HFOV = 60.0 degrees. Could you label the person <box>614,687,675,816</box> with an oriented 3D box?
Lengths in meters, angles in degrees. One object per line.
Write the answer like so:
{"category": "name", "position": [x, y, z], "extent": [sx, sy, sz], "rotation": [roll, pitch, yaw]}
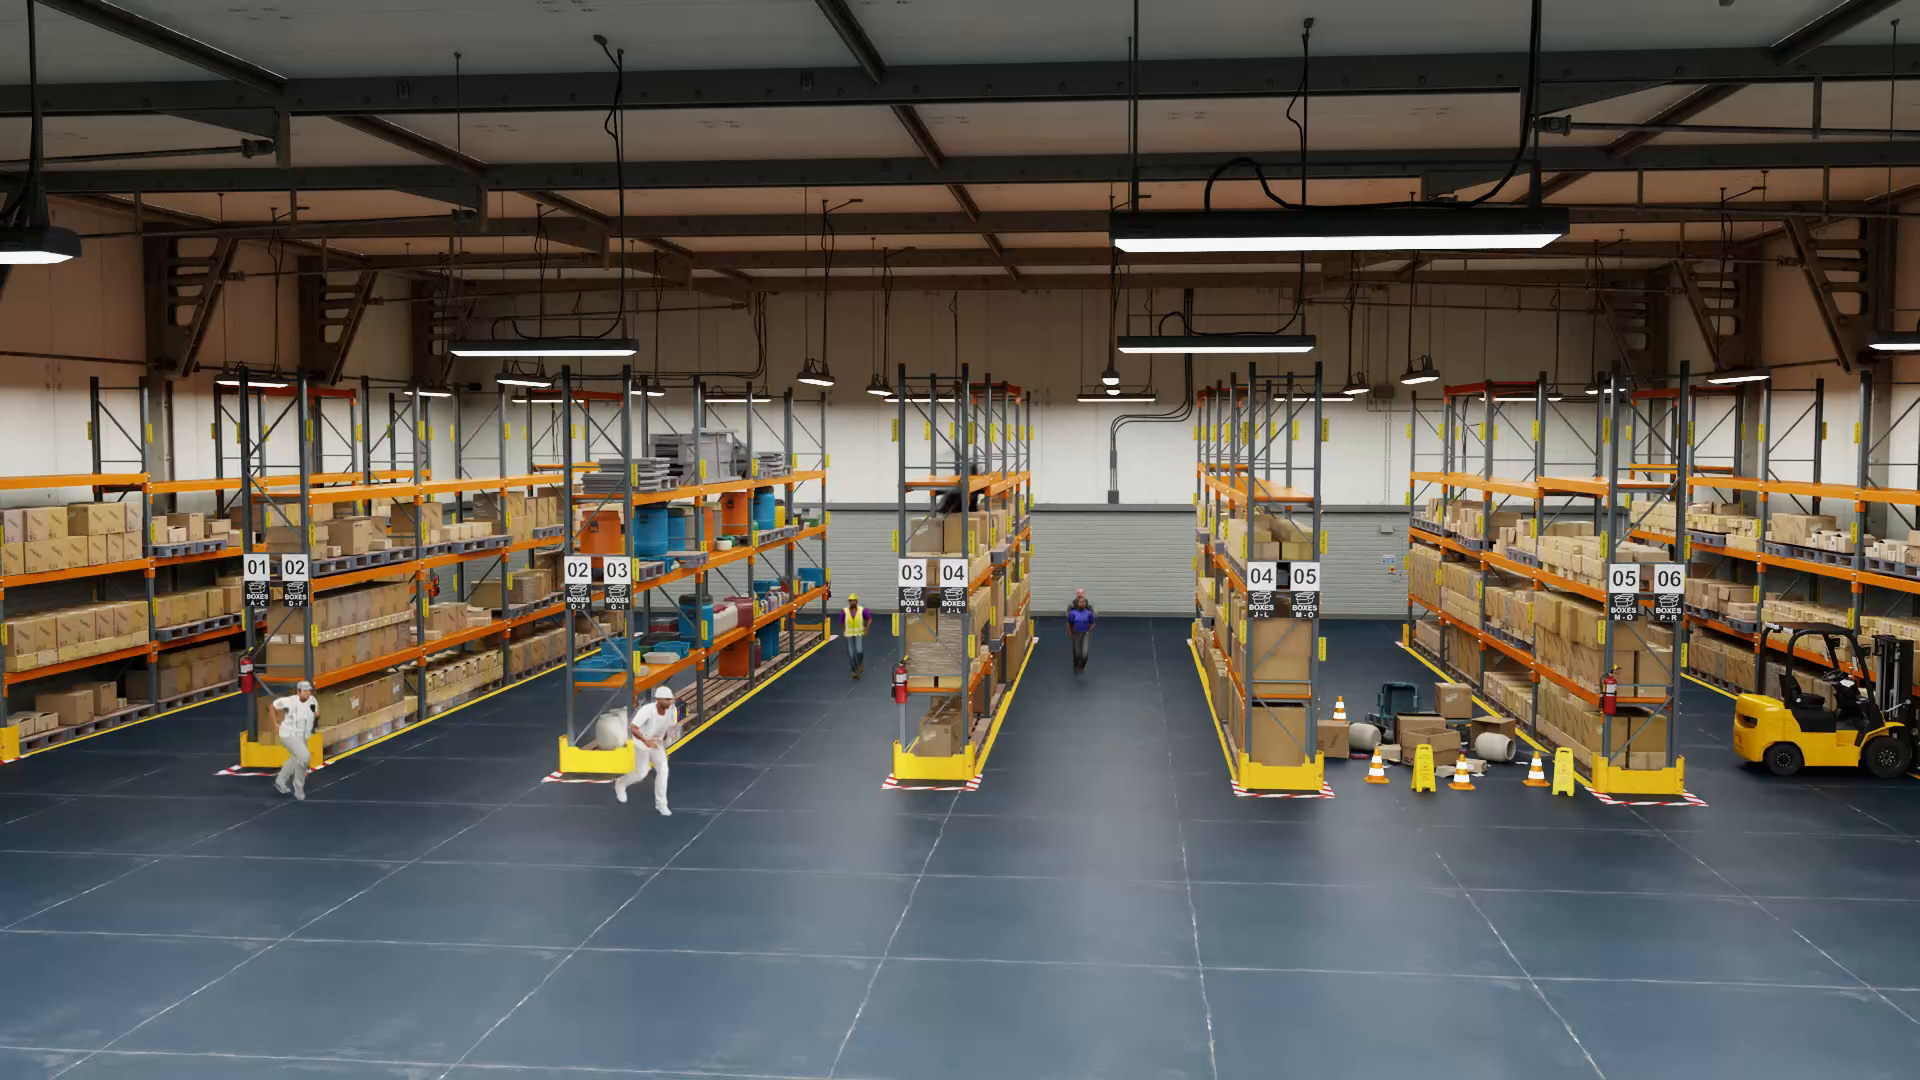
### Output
{"category": "person", "position": [-4.174, 2.763, 22.029], "extent": [1.047, 1.713, 0.734], "rotation": [2, 4, 29]}

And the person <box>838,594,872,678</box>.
{"category": "person", "position": [-2.142, 1.952, 33.722], "extent": [0.672, 1.720, 0.657], "rotation": [0, 4, 3]}

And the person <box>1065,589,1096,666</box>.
{"category": "person", "position": [2.581, 1.885, 35.675], "extent": [0.659, 1.686, 0.605], "rotation": [0, 4, 0]}

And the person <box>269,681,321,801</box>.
{"category": "person", "position": [-9.115, 2.730, 22.800], "extent": [0.878, 1.638, 0.595], "rotation": [2, 4, 26]}

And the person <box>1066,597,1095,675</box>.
{"category": "person", "position": [2.382, 1.908, 32.732], "extent": [0.575, 1.564, 0.535], "rotation": [0, 4, -1]}
